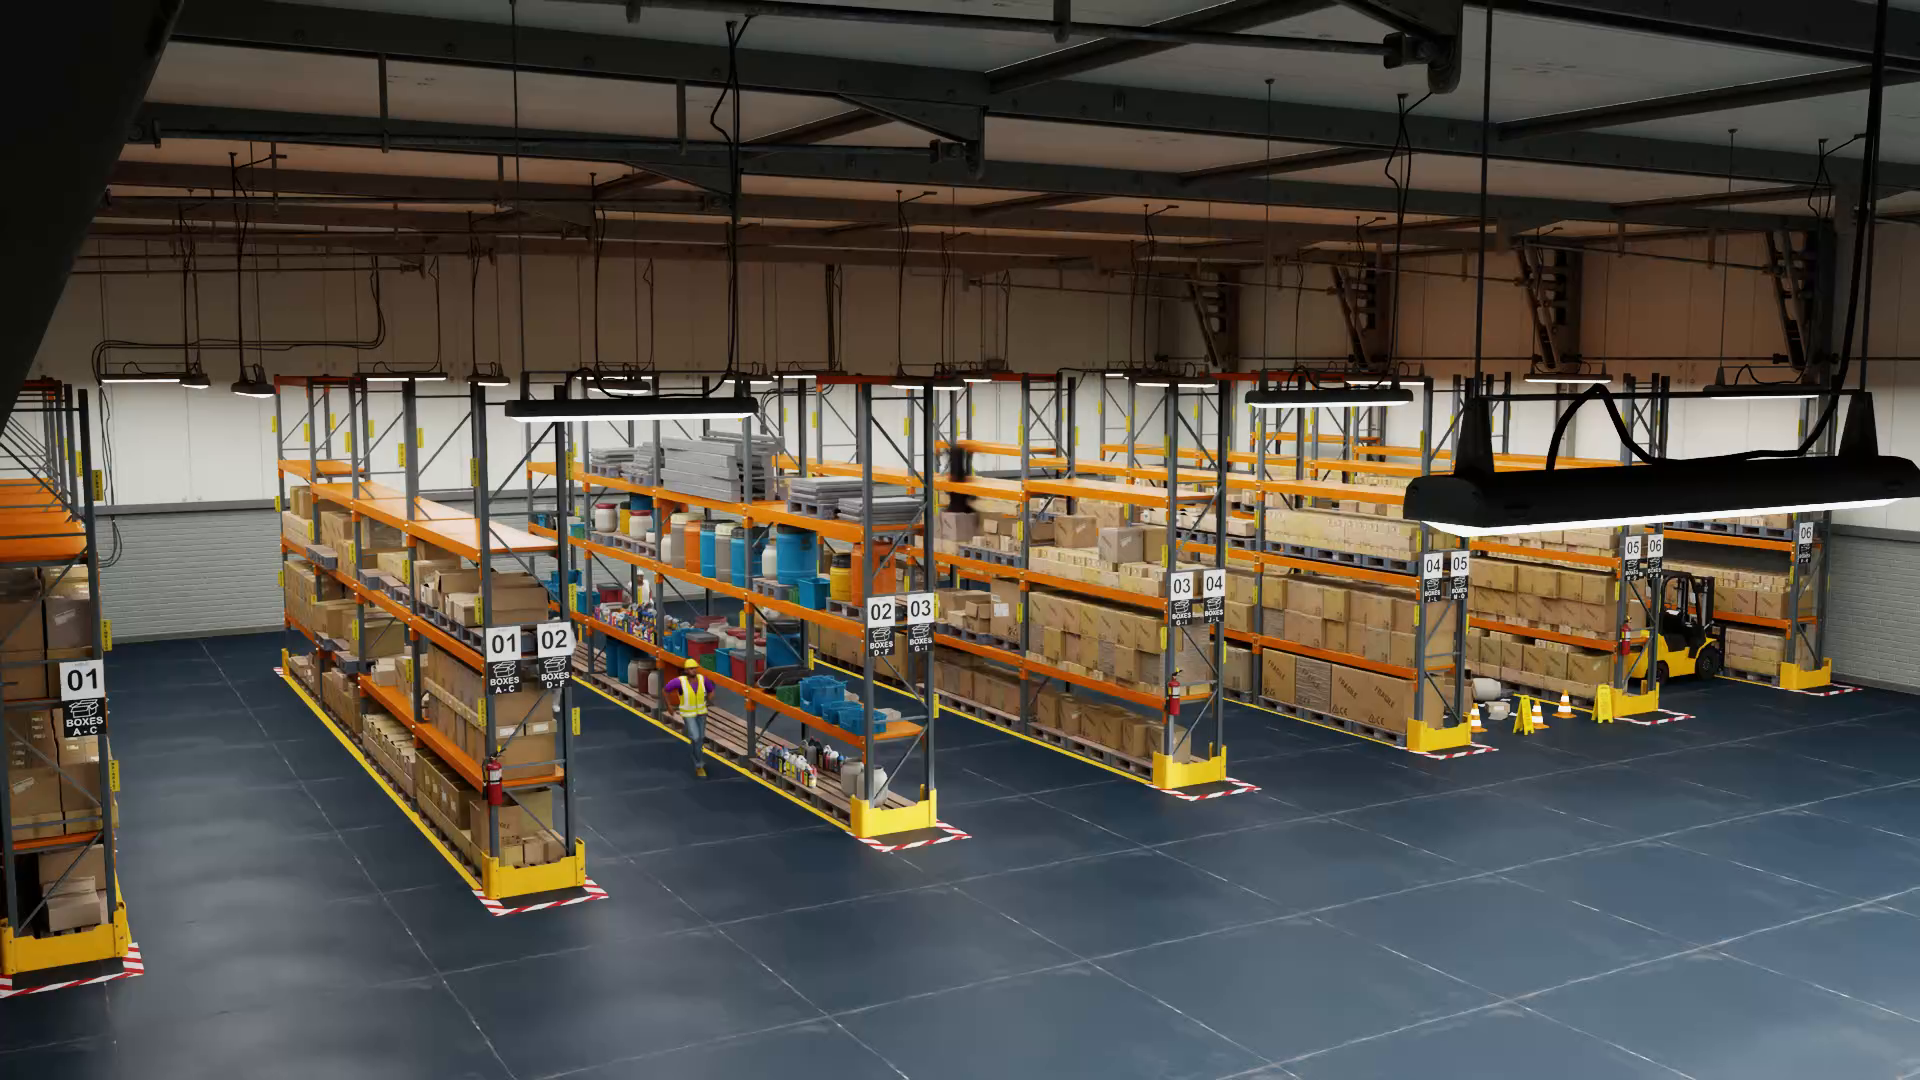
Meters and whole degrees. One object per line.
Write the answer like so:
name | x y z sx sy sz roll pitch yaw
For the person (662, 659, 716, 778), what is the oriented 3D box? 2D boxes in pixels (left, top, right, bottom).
person | -4.093 2.701 25.340 0.806 1.825 0.720 -4 7 -32

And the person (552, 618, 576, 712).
person | -7.254 2.229 29.934 0.712 1.711 0.723 -4 7 -33

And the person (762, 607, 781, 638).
person | -3.817 1.858 33.830 0.564 1.561 0.808 -5 8 -38

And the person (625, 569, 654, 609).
person | -6.987 1.493 36.342 0.696 1.735 0.572 -5 8 -36
